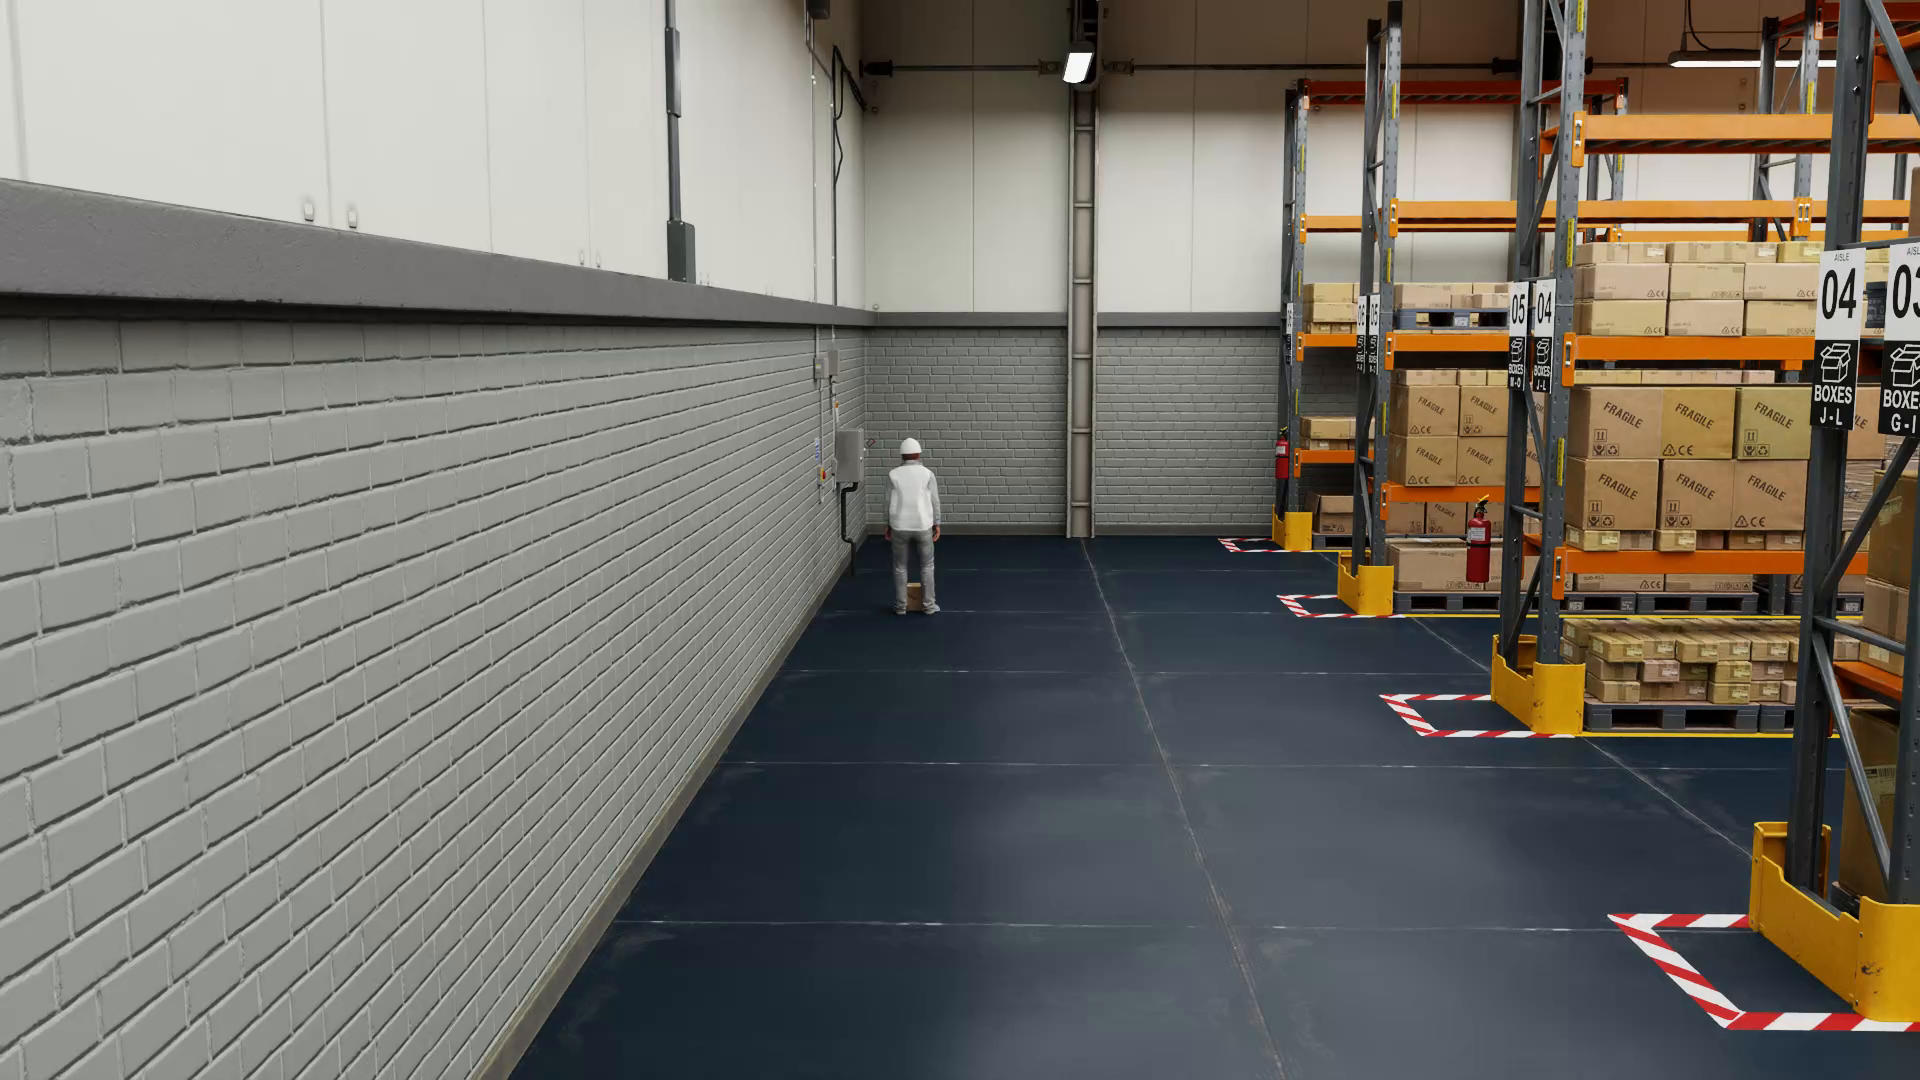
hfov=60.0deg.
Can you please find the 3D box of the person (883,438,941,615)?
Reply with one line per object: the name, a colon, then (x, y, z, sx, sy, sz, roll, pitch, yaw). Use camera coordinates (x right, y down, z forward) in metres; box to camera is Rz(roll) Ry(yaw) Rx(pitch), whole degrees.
person: (-0.484, -0.138, 16.755, 0.580, 1.771, 0.461, 0, 7, 2)
